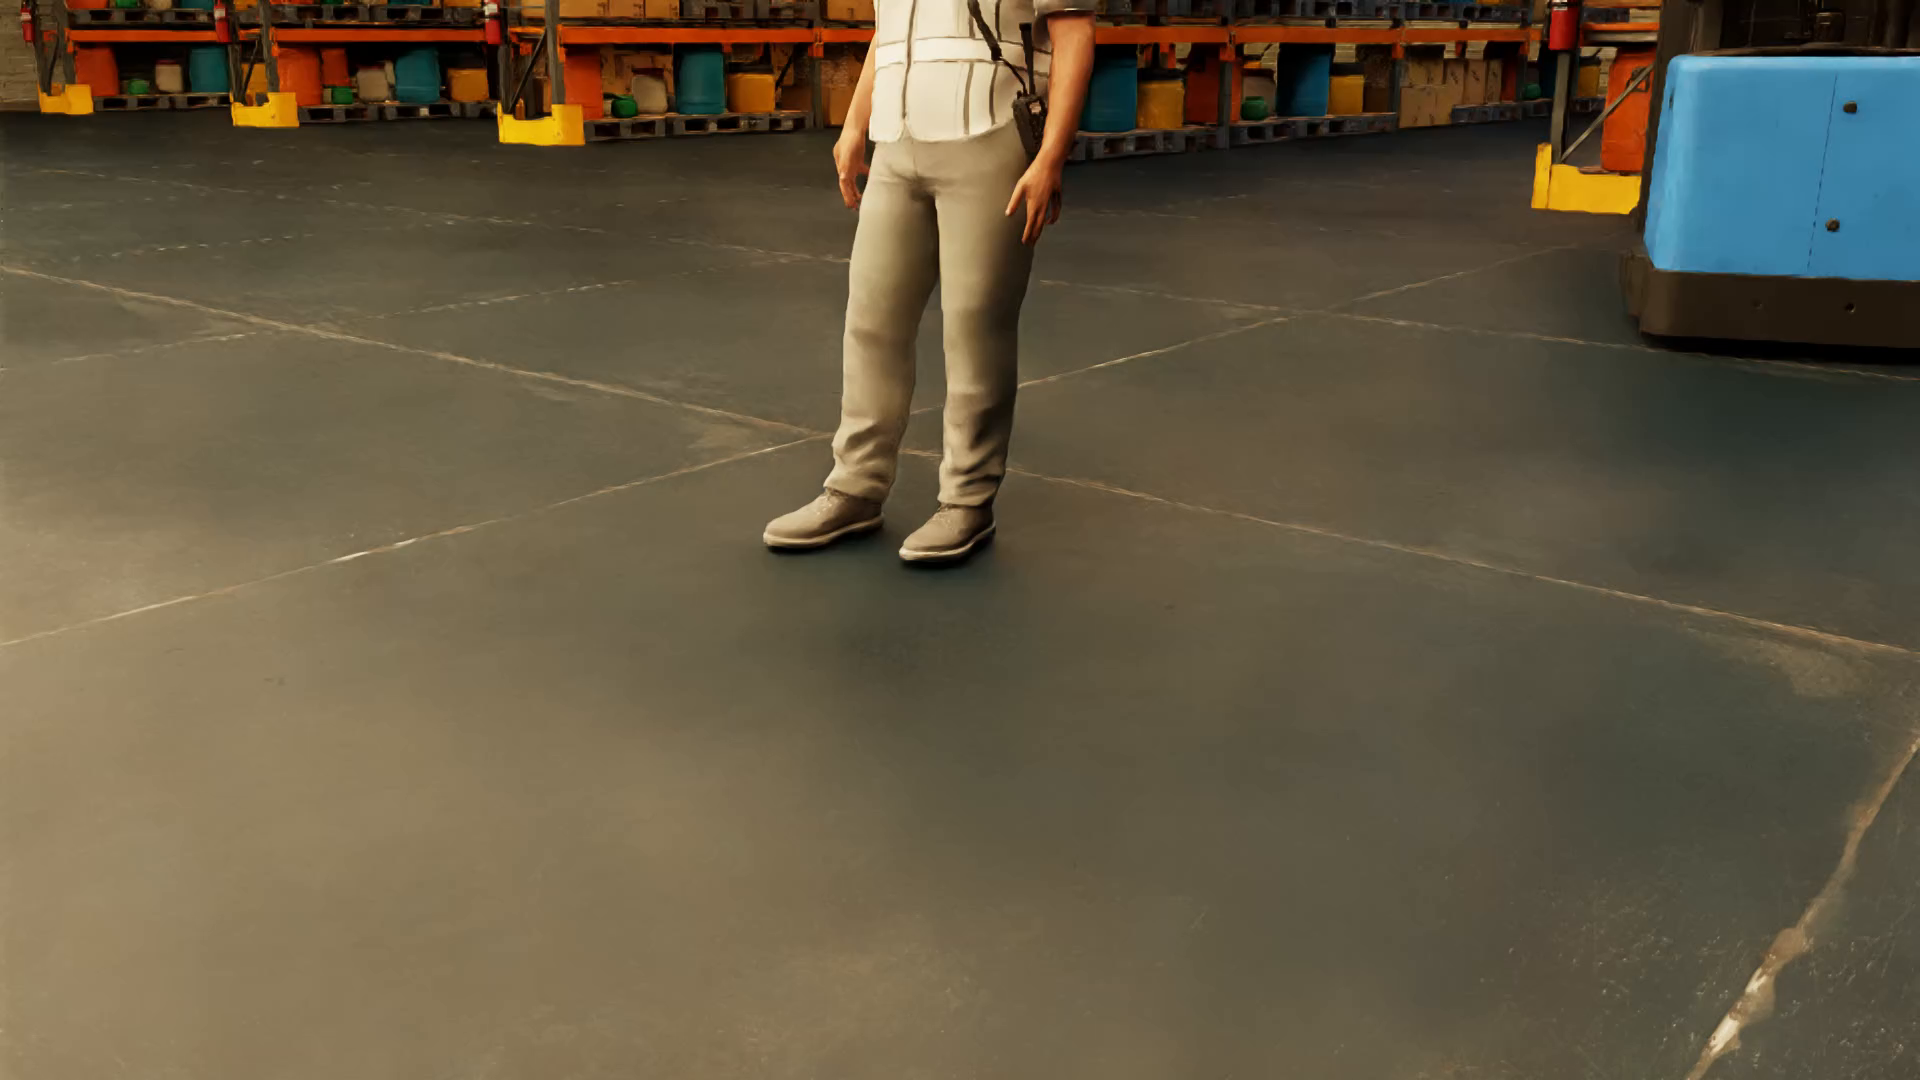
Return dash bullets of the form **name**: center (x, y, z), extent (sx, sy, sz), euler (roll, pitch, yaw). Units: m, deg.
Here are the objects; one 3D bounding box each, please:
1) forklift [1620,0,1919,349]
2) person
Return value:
- **forklift**: center (3.560, -2.467, 7.023), extent (1.130, 2.935, 3.031), euler (6, 18, 19)
- **person**: center (-0.059, -0.845, 3.631), extent (0.640, 1.781, 0.574), euler (13, 21, 37)
